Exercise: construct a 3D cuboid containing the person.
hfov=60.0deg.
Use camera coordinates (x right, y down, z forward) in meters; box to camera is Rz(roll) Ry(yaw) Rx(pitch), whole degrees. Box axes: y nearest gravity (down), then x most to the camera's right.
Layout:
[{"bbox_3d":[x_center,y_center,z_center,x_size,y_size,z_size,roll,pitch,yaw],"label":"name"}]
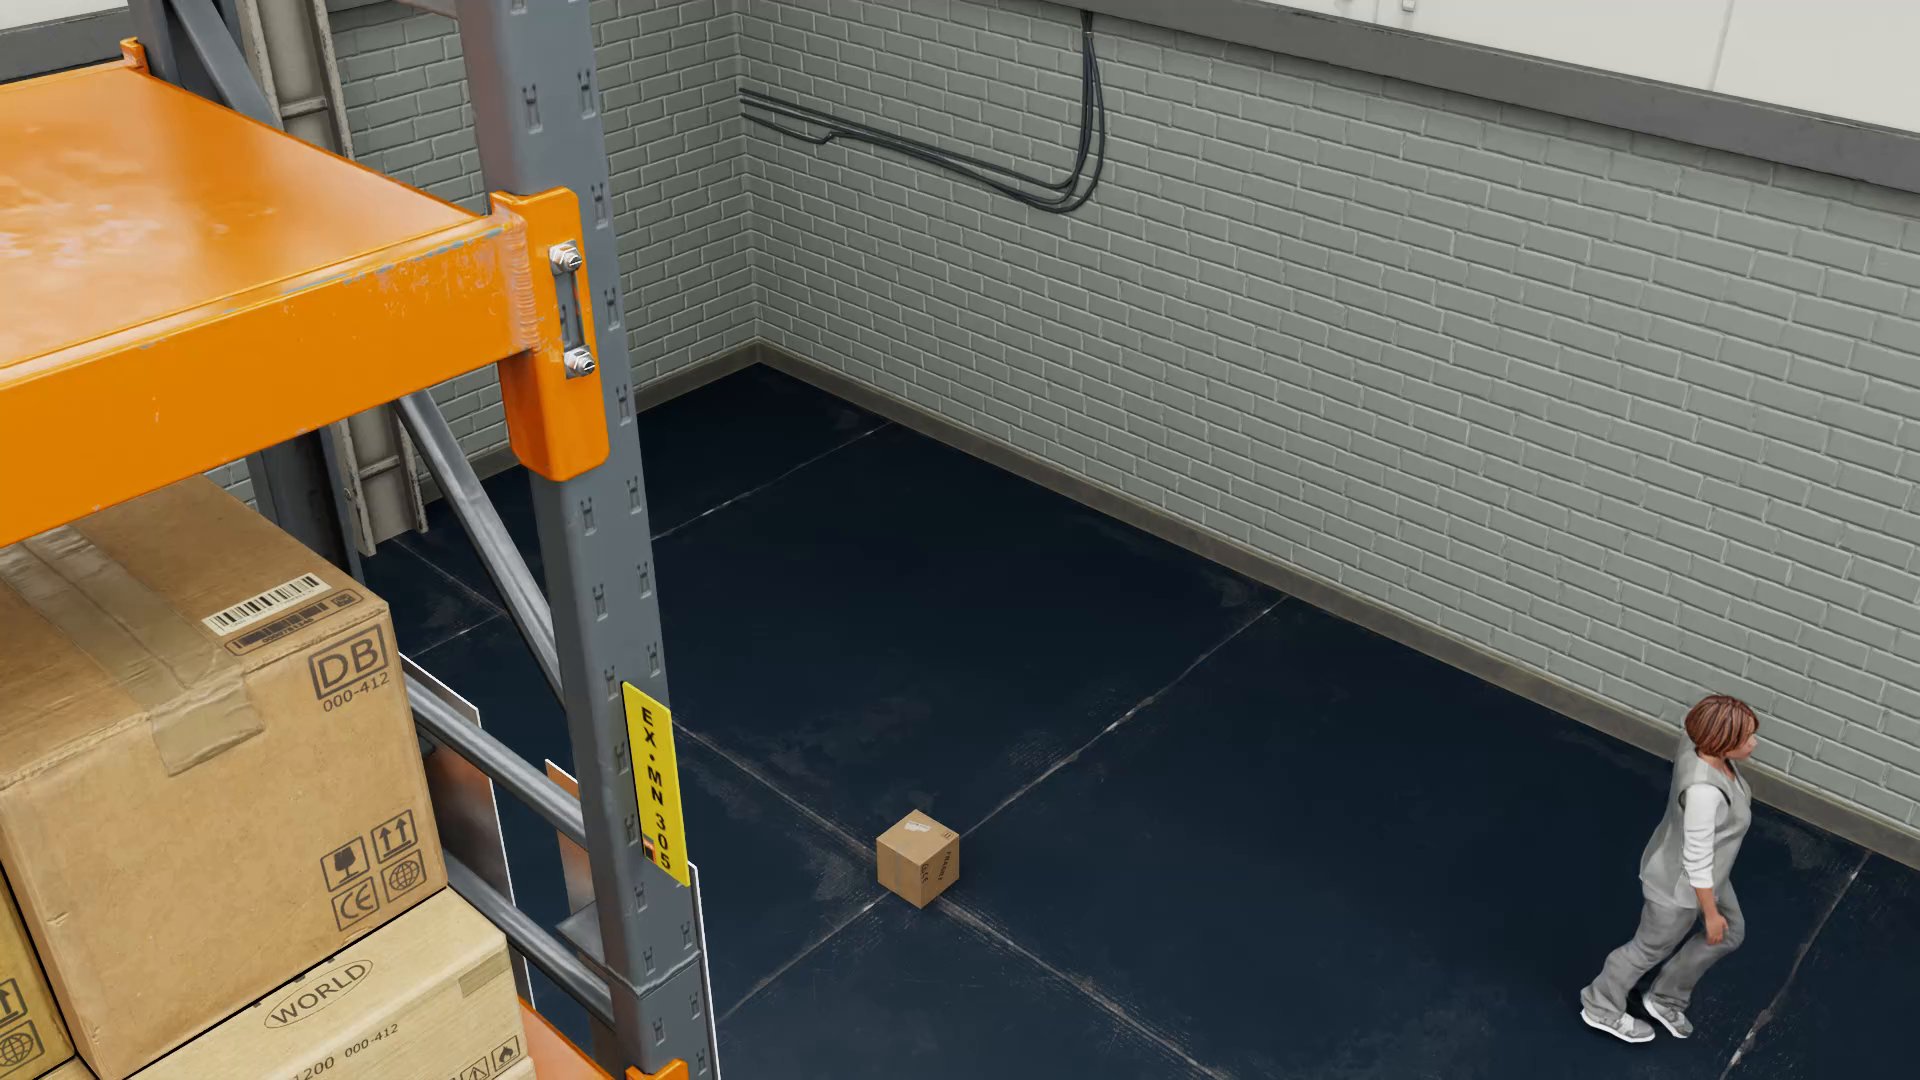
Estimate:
[{"bbox_3d":[2.616,1.235,5.980,0.490,1.631,0.458,15,35,22],"label":"person"}]
